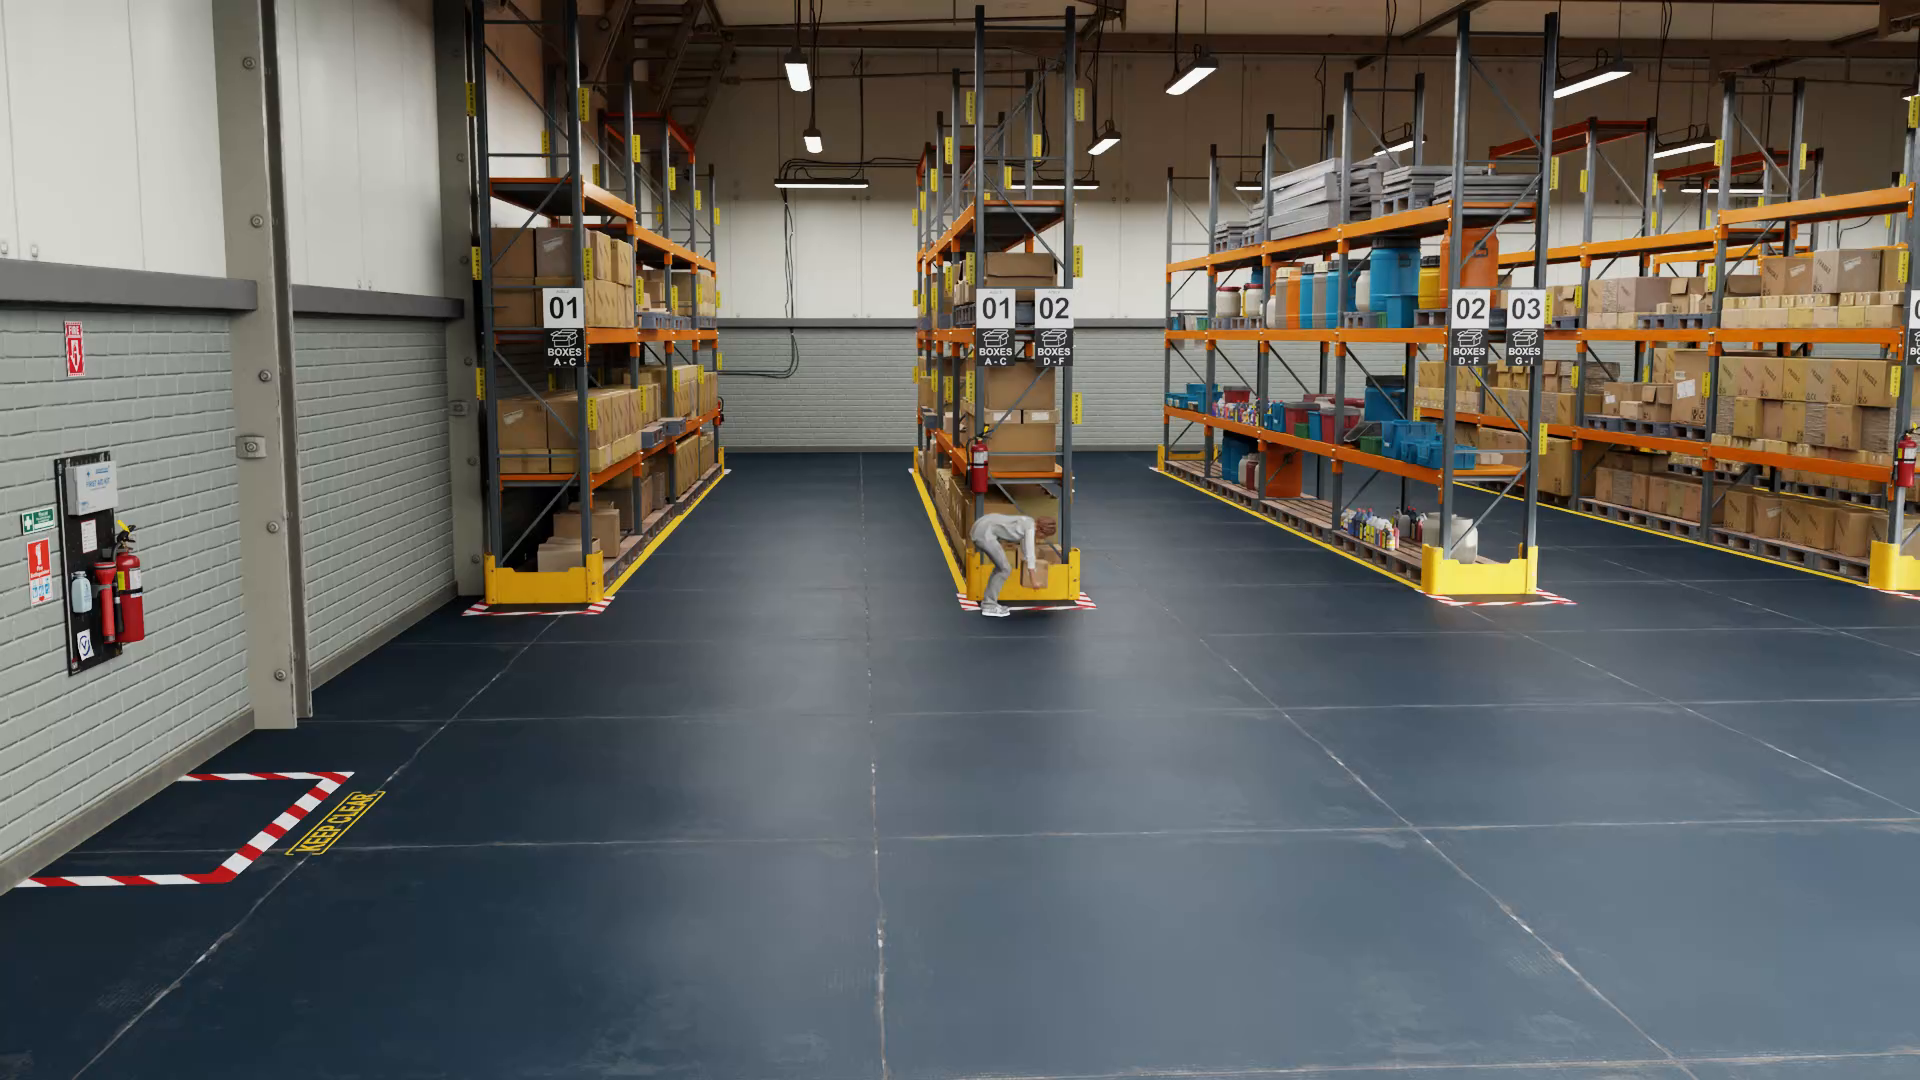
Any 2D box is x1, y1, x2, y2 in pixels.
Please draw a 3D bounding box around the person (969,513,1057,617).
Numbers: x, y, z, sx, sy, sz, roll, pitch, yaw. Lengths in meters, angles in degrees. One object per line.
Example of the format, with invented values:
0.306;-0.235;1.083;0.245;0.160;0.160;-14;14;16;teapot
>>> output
0.525;0.236;16.326;0.871;1.001;0.391;-1;7;-10;person
